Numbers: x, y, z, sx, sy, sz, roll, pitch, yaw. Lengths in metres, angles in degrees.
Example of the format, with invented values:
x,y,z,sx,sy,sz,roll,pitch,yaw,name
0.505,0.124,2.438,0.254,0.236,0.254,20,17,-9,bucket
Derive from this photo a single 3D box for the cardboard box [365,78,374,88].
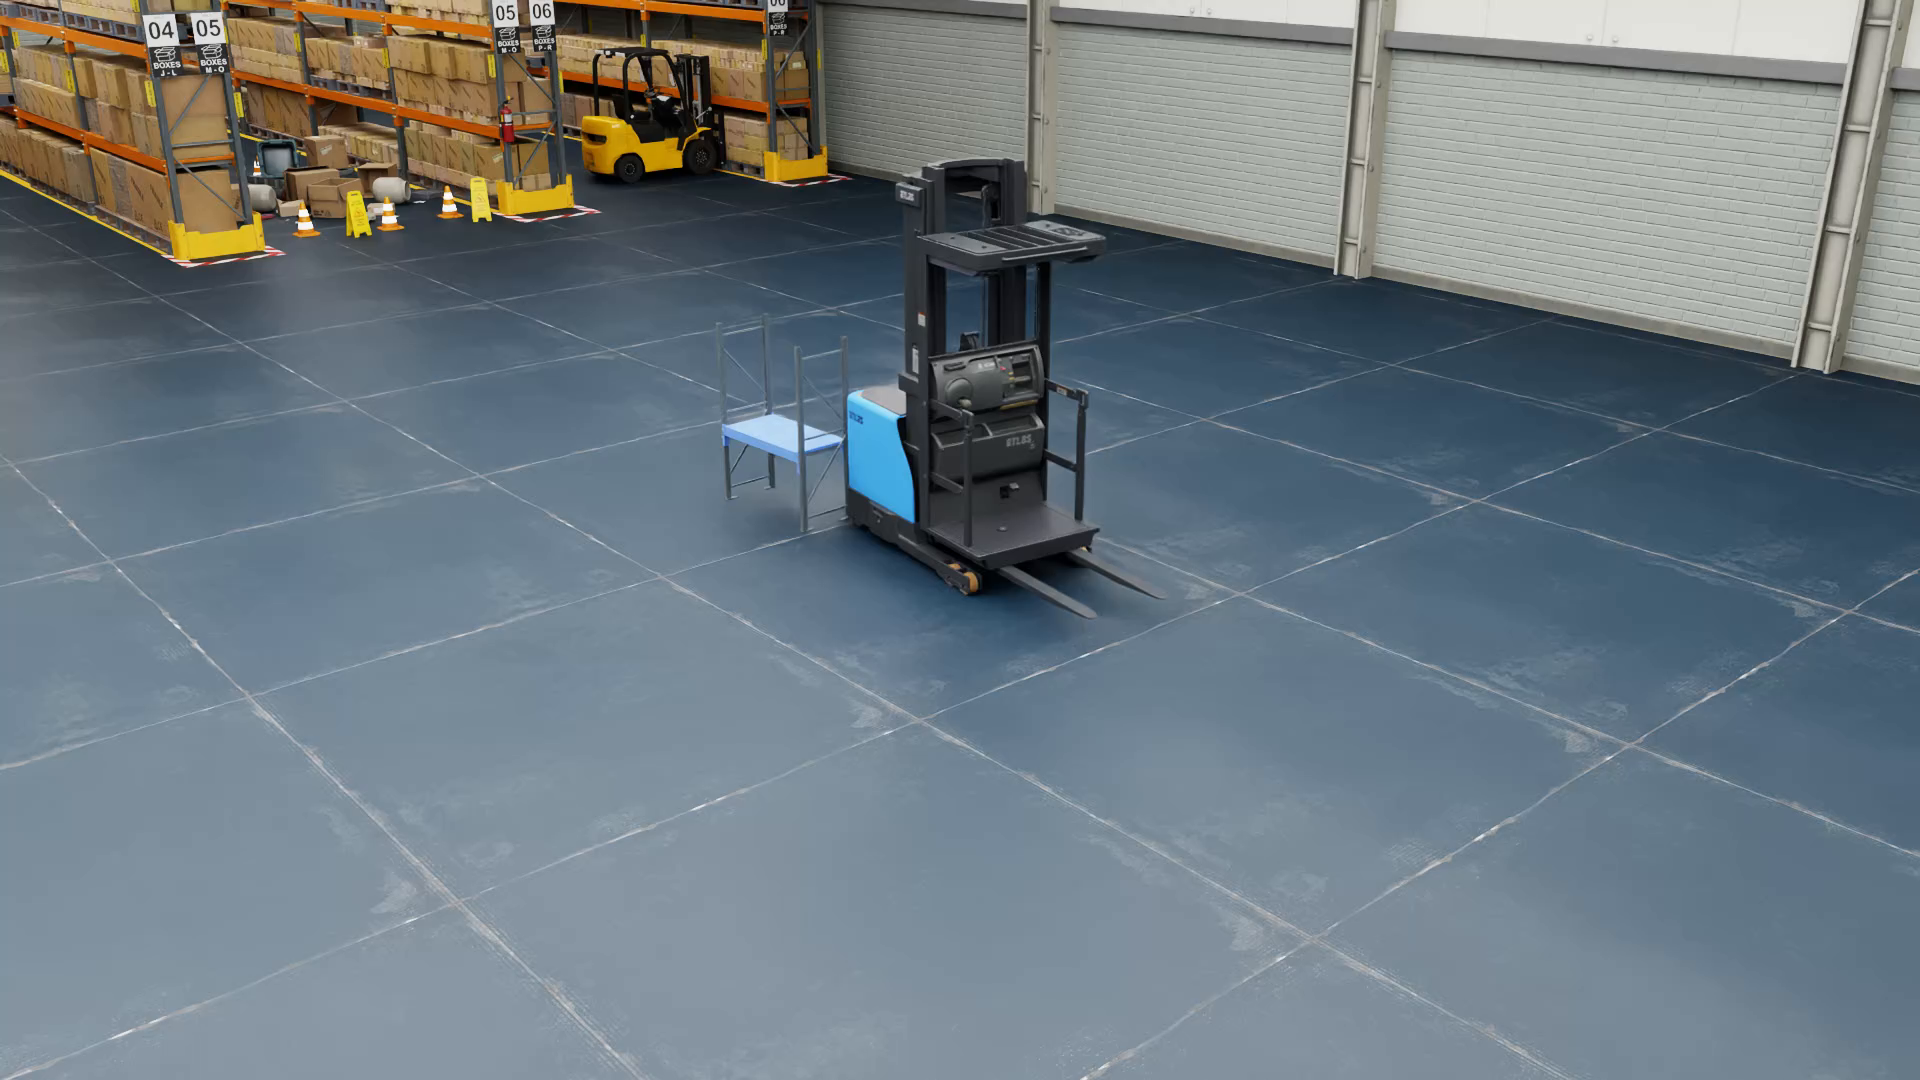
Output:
x,y,z,sx,sy,sz,roll,pitch,yaw,name
-10.160,-8.011,29.092,0.380,0.149,0.250,-18,28,-38,cardboard box

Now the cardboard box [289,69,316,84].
x,y,z,sx,sy,sz,roll,pitch,yaw,name
-12.399,-8.829,31.618,0.500,0.250,0.500,-19,28,-39,cardboard box

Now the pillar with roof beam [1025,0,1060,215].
x,y,z,sx,sy,sz,roll,pitch,yaw,name
-2.009,-8.311,21.864,9.100,9.000,0.400,-17,27,-37,pillar with roof beam

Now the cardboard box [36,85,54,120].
x,y,z,sx,sy,sz,roll,pitch,yaw,name
-14.481,-7.055,26.748,0.500,0.500,0.500,-18,28,-38,cardboard box

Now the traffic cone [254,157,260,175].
x,y,z,sx,sy,sz,roll,pitch,yaw,name
-12.078,-6.386,28.654,0.336,0.463,0.334,-17,27,-37,traffic cone

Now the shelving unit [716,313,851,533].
x,y,z,sx,sy,sz,roll,pitch,yaw,name
-1.414,-0.959,13.375,0.538,1.500,1.048,-19,28,-40,shelving unit

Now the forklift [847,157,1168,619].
x,y,z,sx,sy,sz,roll,pitch,yaw,name
0.325,-1.165,11.939,1.130,2.935,3.031,-13,25,-30,forklift

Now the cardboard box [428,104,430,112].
x,y,z,sx,sy,sz,roll,pitch,yaw,name
-8.565,-7.169,27.519,0.380,0.149,0.250,-18,27,-38,cardboard box

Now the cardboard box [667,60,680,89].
x,y,z,sx,sy,sz,roll,pitch,yaw,name
-5.059,-8.620,30.743,0.500,0.500,0.500,-17,27,-37,cardboard box

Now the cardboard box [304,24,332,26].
x,y,z,sx,sy,sz,roll,pitch,yaw,name
-12.340,-9.662,32.032,0.500,0.500,0.500,-17,27,-37,cardboard box

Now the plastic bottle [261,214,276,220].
x,y,z,sx,sy,sz,roll,pitch,yaw,name
-10.692,-4.983,25.621,0.133,0.061,0.283,12,24,27,plastic bottle

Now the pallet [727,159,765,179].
x,y,z,sx,sy,sz,roll,pitch,yaw,name
-3.423,-6.696,29.791,1.003,0.211,1.213,-17,27,-37,pallet

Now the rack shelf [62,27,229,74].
x,y,z,sx,sy,sz,roll,pitch,yaw,name
-11.639,-7.019,23.664,1.077,0.370,4.000,-17,27,-37,rack shelf

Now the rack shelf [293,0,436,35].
x,y,z,sx,sy,sz,roll,pitch,yaw,name
-10.566,-9.330,29.565,1.077,0.370,4.000,-17,27,-37,rack shelf

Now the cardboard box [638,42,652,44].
x,y,z,sx,sy,sz,roll,pitch,yaw,name
-6.050,-9.617,32.397,0.380,0.149,0.250,-18,28,-38,cardboard box

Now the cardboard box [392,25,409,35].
x,y,z,sx,sy,sz,roll,pitch,yaw,name
-13.244,-12.093,39.544,0.500,0.250,0.500,-17,27,-37,cardboard box

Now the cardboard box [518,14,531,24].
x,y,z,sx,sy,sz,roll,pitch,yaw,name
-6.620,-8.059,25.679,0.380,0.149,0.250,-17,27,-37,cardboard box

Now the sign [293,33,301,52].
x,y,z,sx,sy,sz,roll,pitch,yaw,name
-12.290,-9.227,30.841,0.100,0.325,0.005,-17,27,-37,sign

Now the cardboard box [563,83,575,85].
x,y,z,sx,sy,sz,roll,pitch,yaw,name
-8.371,-9.635,35.434,0.380,0.149,0.250,-16,27,-36,cardboard box

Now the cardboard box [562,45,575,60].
x,y,z,sx,sy,sz,roll,pitch,yaw,name
-7.683,-9.847,33.532,0.500,0.250,0.500,-16,27,-36,cardboard box

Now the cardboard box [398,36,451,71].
x,y,z,sx,sy,sz,roll,pitch,yaw,name
-8.821,-8.047,27.500,0.700,0.500,0.500,-17,27,-37,cardboard box

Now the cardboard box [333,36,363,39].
x,y,z,sx,sy,sz,roll,pitch,yaw,name
-11.365,-9.142,31.091,0.500,0.500,0.500,-18,28,-39,cardboard box

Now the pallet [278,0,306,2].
x,y,z,sx,sy,sz,roll,pitch,yaw,name
-12.332,-10.295,31.301,1.213,0.211,1.003,-16,26,-35,pallet

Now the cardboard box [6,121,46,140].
x,y,z,sx,sy,sz,roll,pitch,yaw,name
-16.201,-7.122,28.878,0.500,0.250,0.500,-18,28,-39,cardboard box

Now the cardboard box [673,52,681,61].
x,y,z,sx,sy,sz,roll,pitch,yaw,name
-5.028,-8.874,30.501,0.380,0.149,0.250,-17,27,-36,cardboard box

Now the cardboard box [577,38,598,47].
x,y,z,sx,sy,sz,roll,pitch,yaw,name
-7.400,-9.924,33.182,0.380,0.149,0.250,-17,27,-37,cardboard box

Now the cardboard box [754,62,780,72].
x,y,z,sx,sy,sz,roll,pitch,yaw,name
-3.331,-8.171,28.706,0.380,0.149,0.250,-17,27,-37,cardboard box

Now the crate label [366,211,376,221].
x,y,z,sx,sy,sz,roll,pitch,yaw,name
-9.087,-4.934,25.393,0.298,0.136,0.250,7,23,18,crate label

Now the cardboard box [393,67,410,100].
x,y,z,sx,sy,sz,roll,pitch,yaw,name
-9.185,-7.713,28.018,0.500,0.500,0.500,-18,27,-38,cardboard box

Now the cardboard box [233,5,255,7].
x,y,z,sx,sy,sz,roll,pitch,yaw,name
-14.986,-11.100,34.814,0.380,0.149,0.250,-18,27,-38,cardboard box

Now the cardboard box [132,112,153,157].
x,y,z,sx,sy,sz,roll,pitch,yaw,name
-10.986,-5.713,23.251,0.875,0.550,0.550,-17,27,-37,cardboard box

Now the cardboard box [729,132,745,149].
x,y,z,sx,sy,sz,roll,pitch,yaw,name
-3.766,-7.142,29.616,0.500,0.250,0.500,-18,28,-38,cardboard box

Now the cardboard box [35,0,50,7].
x,y,z,sx,sy,sz,roll,pitch,yaw,name
-13.918,-8.367,25.613,0.500,0.250,0.500,-18,28,-38,cardboard box

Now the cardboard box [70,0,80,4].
x,y,z,sx,sy,sz,roll,pitch,yaw,name
-12.507,-7.876,23.952,0.500,0.250,0.500,-18,28,-38,cardboard box

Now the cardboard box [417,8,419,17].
x,y,z,sx,sy,sz,roll,pitch,yaw,name
-8.570,-8.568,26.978,0.380,0.149,0.250,-19,28,-39,cardboard box

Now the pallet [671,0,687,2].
x,y,z,sx,sy,sz,roll,pitch,yaw,name
-4.927,-10.024,30.473,1.003,0.211,1.213,-17,27,-37,pallet

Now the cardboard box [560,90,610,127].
x,y,z,sx,sy,sz,roll,pitch,yaw,name
-7.717,-8.918,34.320,0.875,0.625,0.625,-16,27,-36,cardboard box

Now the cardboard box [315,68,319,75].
x,y,z,sx,sy,sz,roll,pitch,yaw,name
-11.801,-8.765,31.019,0.380,0.149,0.250,-19,29,-40,cardboard box

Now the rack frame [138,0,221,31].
x,y,z,sx,sy,sz,roll,pitch,yaw,name
-10.334,-8.198,21.575,1.000,3.000,0.127,-17,27,-37,rack frame

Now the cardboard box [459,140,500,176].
x,y,z,sx,sy,sz,roll,pitch,yaw,name
-7.714,-6.178,26.810,0.500,0.500,0.500,-16,27,-36,cardboard box

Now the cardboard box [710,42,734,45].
x,y,z,sx,sy,sz,roll,pitch,yaw,name
-4.385,-9.089,30.643,0.380,0.149,0.250,-18,28,-38,cardboard box

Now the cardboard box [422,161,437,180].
x,y,z,sx,sy,sz,roll,pitch,yaw,name
-8.723,-6.259,28.045,0.500,0.250,0.500,-16,26,-34,cardboard box

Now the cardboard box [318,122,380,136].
x,y,z,sx,sy,sz,roll,pitch,yaw,name
-11.511,-7.634,31.390,0.950,0.372,0.625,-20,29,-41,cardboard box

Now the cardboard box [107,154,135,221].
x,y,z,sx,sy,sz,roll,pitch,yaw,name
-11.996,-5.277,24.682,0.875,0.875,0.875,-17,27,-37,cardboard box

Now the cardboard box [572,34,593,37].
x,y,z,sx,sy,sz,roll,pitch,yaw,name
-7.748,-10.310,34.169,0.380,0.149,0.250,-16,27,-36,cardboard box

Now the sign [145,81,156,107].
x,y,z,sx,sy,sz,roll,pitch,yaw,name
-10.754,-5.928,22.095,0.100,0.325,0.005,-17,27,-37,sign

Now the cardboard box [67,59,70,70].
x,y,z,sx,sy,sz,roll,pitch,yaw,name
-13.273,-7.157,25.637,0.700,0.500,0.500,-18,28,-38,cardboard box

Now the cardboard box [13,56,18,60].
x,y,z,sx,sy,sz,roll,pitch,yaw,name
-16.730,-8.577,29.721,0.380,0.149,0.250,-18,28,-38,cardboard box

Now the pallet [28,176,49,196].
x,y,z,sx,sy,sz,roll,pitch,yaw,name
-15.098,-6.080,28.219,1.003,0.211,1.213,-17,27,-37,pallet

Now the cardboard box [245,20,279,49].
x,y,z,sx,sy,sz,roll,pitch,yaw,name
-13.735,-9.975,32.831,0.500,0.500,0.500,-18,28,-39,cardboard box

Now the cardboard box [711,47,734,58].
x,y,z,sx,sy,sz,roll,pitch,yaw,name
-4.194,-8.658,29.542,0.380,0.149,0.250,-17,27,-36,cardboard box

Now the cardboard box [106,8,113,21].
x,y,z,sx,sy,sz,roll,pitch,yaw,name
-11.472,-7.219,22.820,0.380,0.149,0.250,-18,28,-38,cardboard box
